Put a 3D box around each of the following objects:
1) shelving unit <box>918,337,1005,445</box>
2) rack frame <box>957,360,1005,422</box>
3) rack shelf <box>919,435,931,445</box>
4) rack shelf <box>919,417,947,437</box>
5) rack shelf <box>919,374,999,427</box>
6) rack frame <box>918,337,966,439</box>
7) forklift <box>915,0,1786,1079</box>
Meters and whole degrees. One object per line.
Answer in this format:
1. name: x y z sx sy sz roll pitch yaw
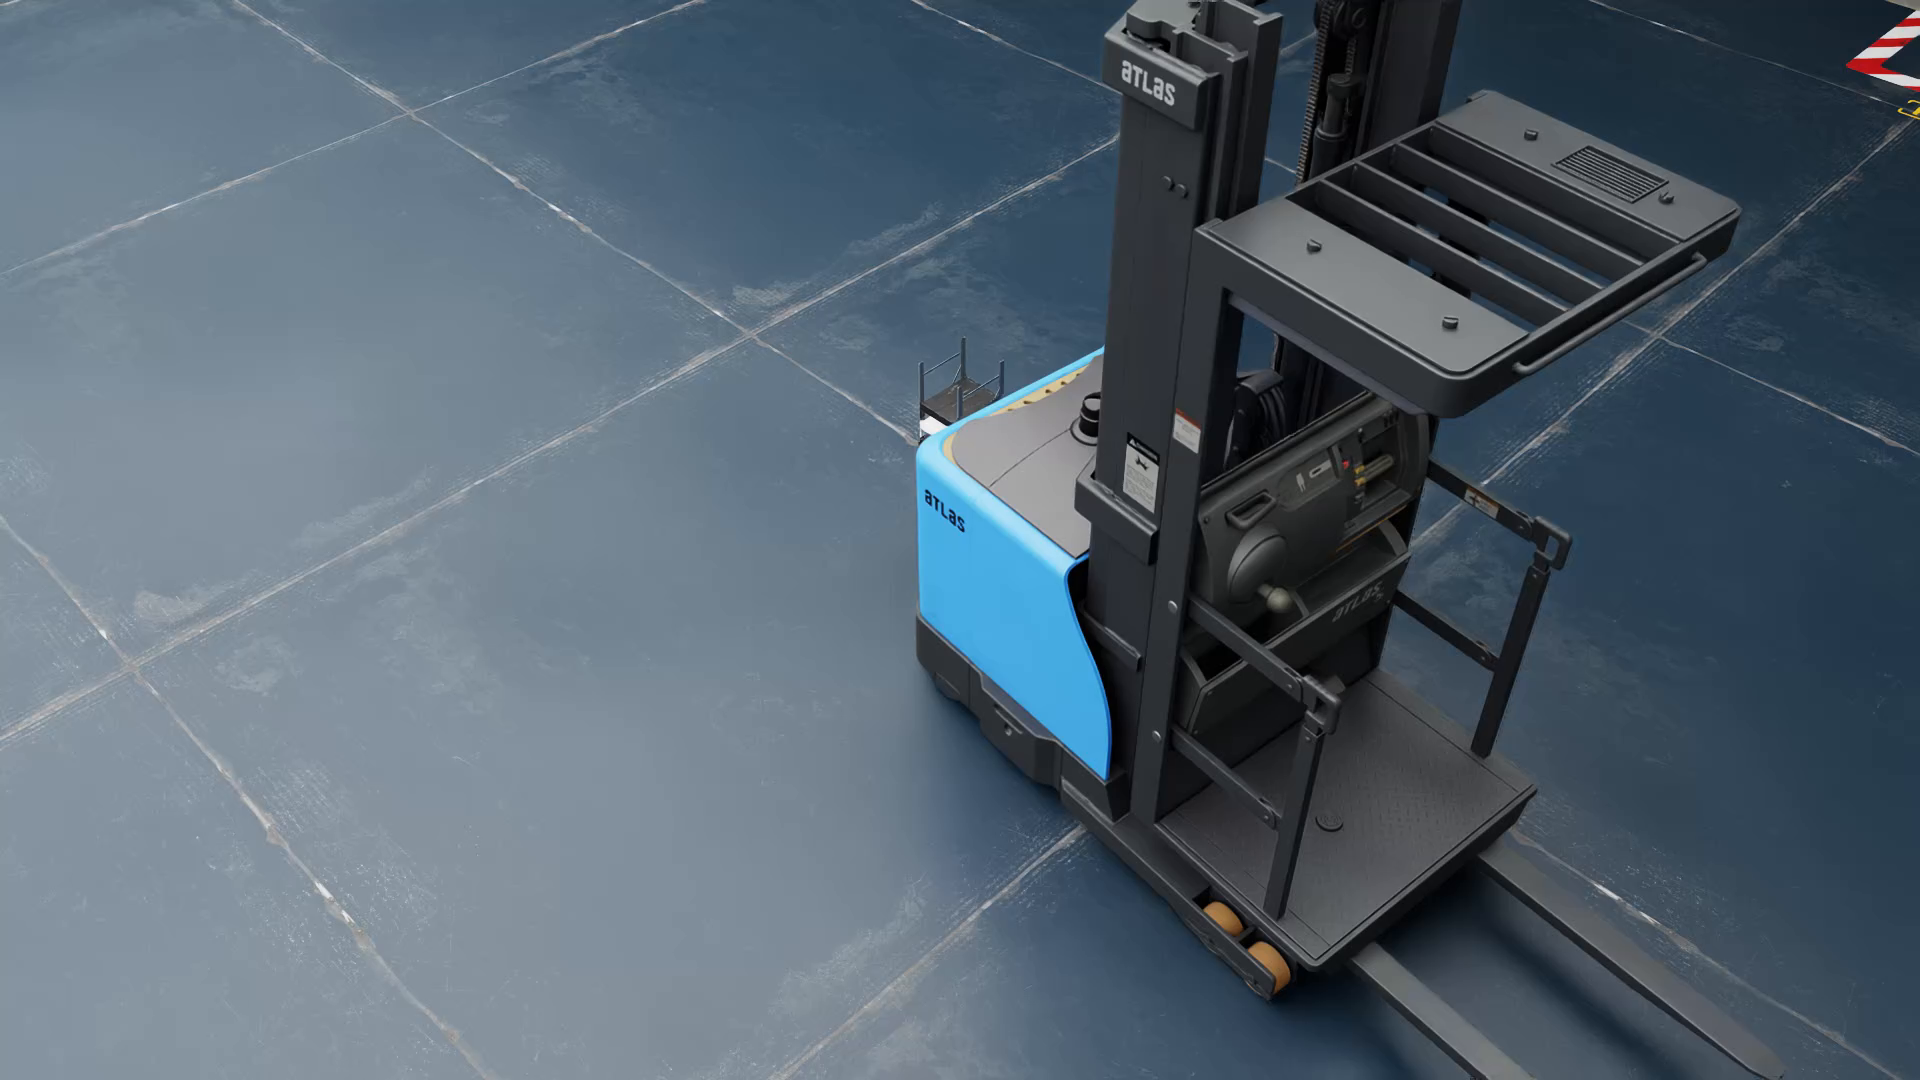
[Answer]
1. shelving unit: 0.006 -0.327 6.440 0.258 0.900 0.210 -34 53 -31
2. rack frame: 0.078 -0.278 6.388 0.240 0.900 0.006 -34 53 -31
3. rack shelf: 0.006 -0.368 6.402 0.258 0.077 0.200 -34 53 -31
4. rack shelf: 0.006 -0.434 6.341 0.258 0.077 0.200 -34 53 -31
5. rack shelf: 0.006 -0.500 6.280 0.258 0.077 0.200 -34 53 -31
6. rack frame: -0.066 -0.375 6.493 0.240 0.900 0.006 -34 53 -31
7. forklift: 1.158 -0.042 4.636 1.130 2.935 3.031 -29 50 -28
